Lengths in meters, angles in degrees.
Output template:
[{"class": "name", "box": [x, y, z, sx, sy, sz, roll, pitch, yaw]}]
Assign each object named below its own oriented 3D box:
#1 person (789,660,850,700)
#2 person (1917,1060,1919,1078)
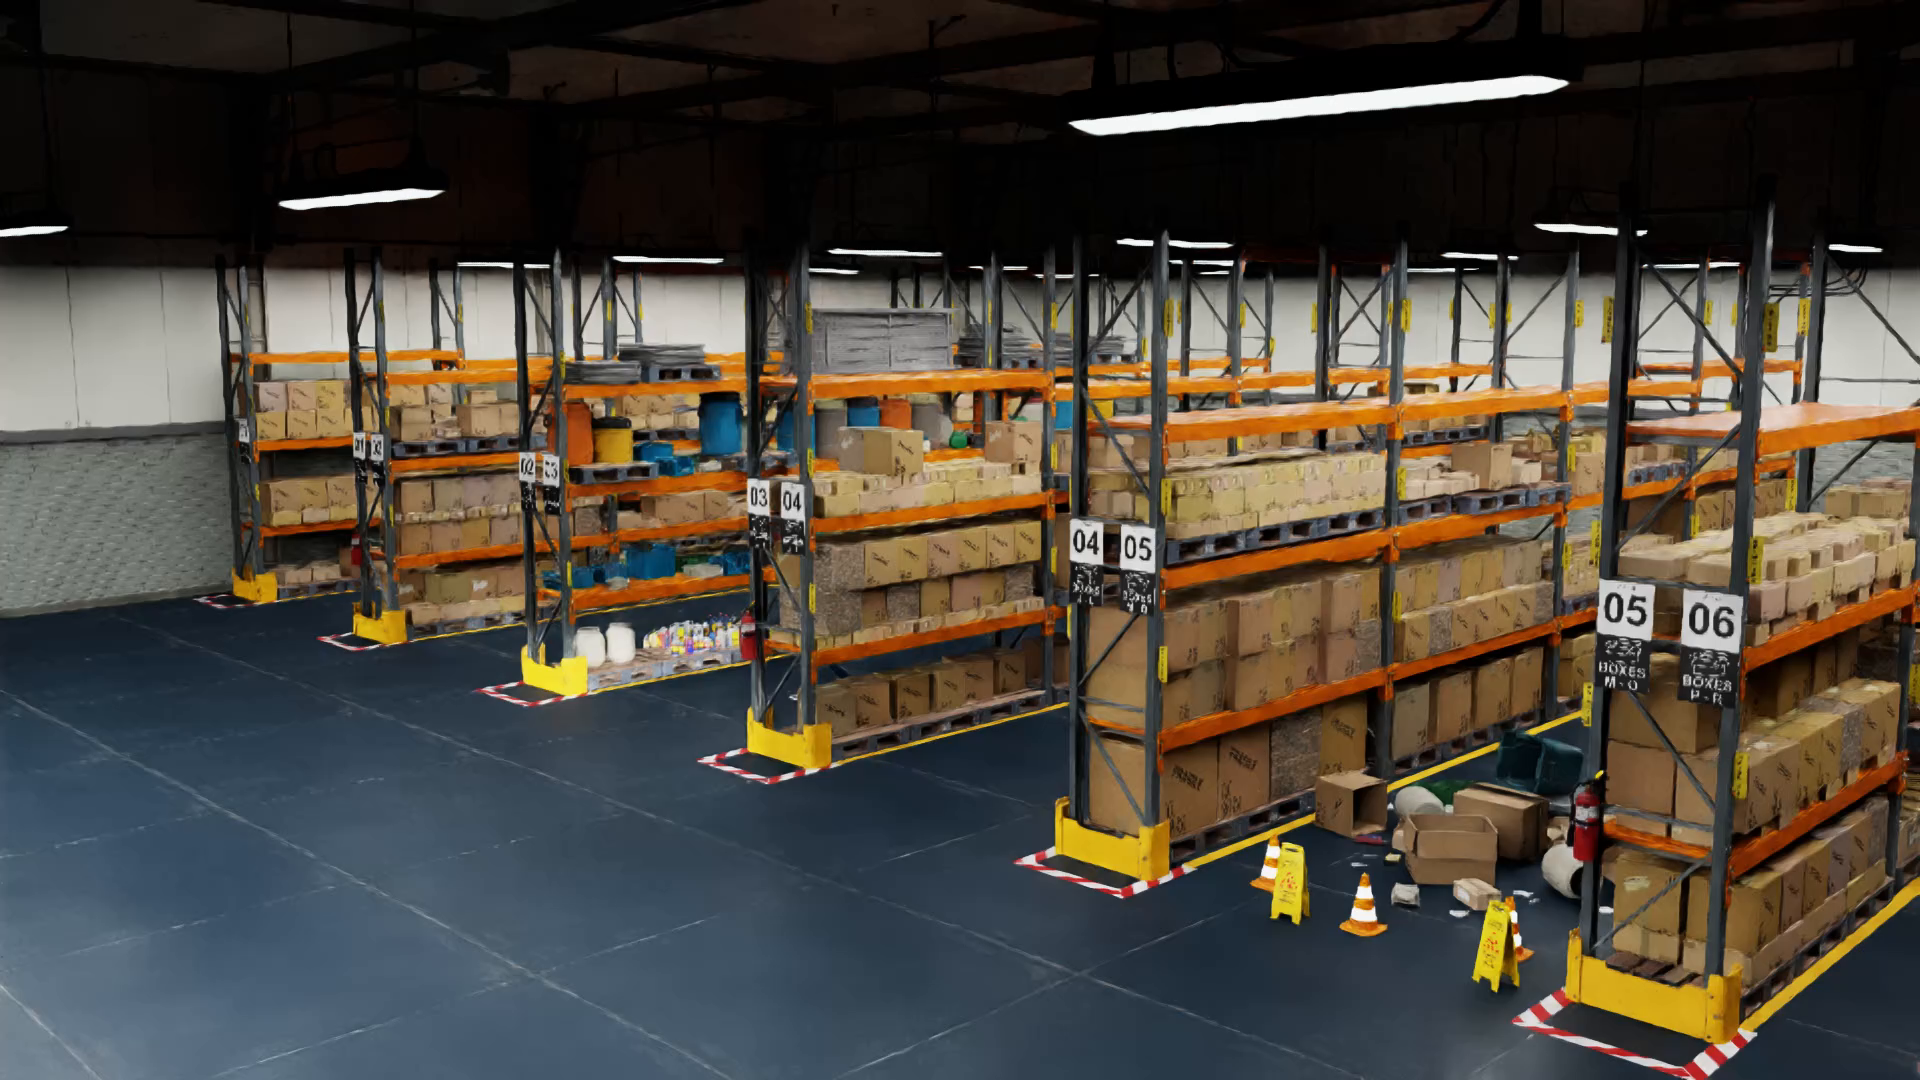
[{"class": "person", "box": [-1.777, 1.342, 21.664, 0.876, 1.531, 0.458, -3, 9, -22]}, {"class": "person", "box": [6.091, 2.912, 10.137, 0.480, 1.653, 0.570, 2, 8, 13]}]
